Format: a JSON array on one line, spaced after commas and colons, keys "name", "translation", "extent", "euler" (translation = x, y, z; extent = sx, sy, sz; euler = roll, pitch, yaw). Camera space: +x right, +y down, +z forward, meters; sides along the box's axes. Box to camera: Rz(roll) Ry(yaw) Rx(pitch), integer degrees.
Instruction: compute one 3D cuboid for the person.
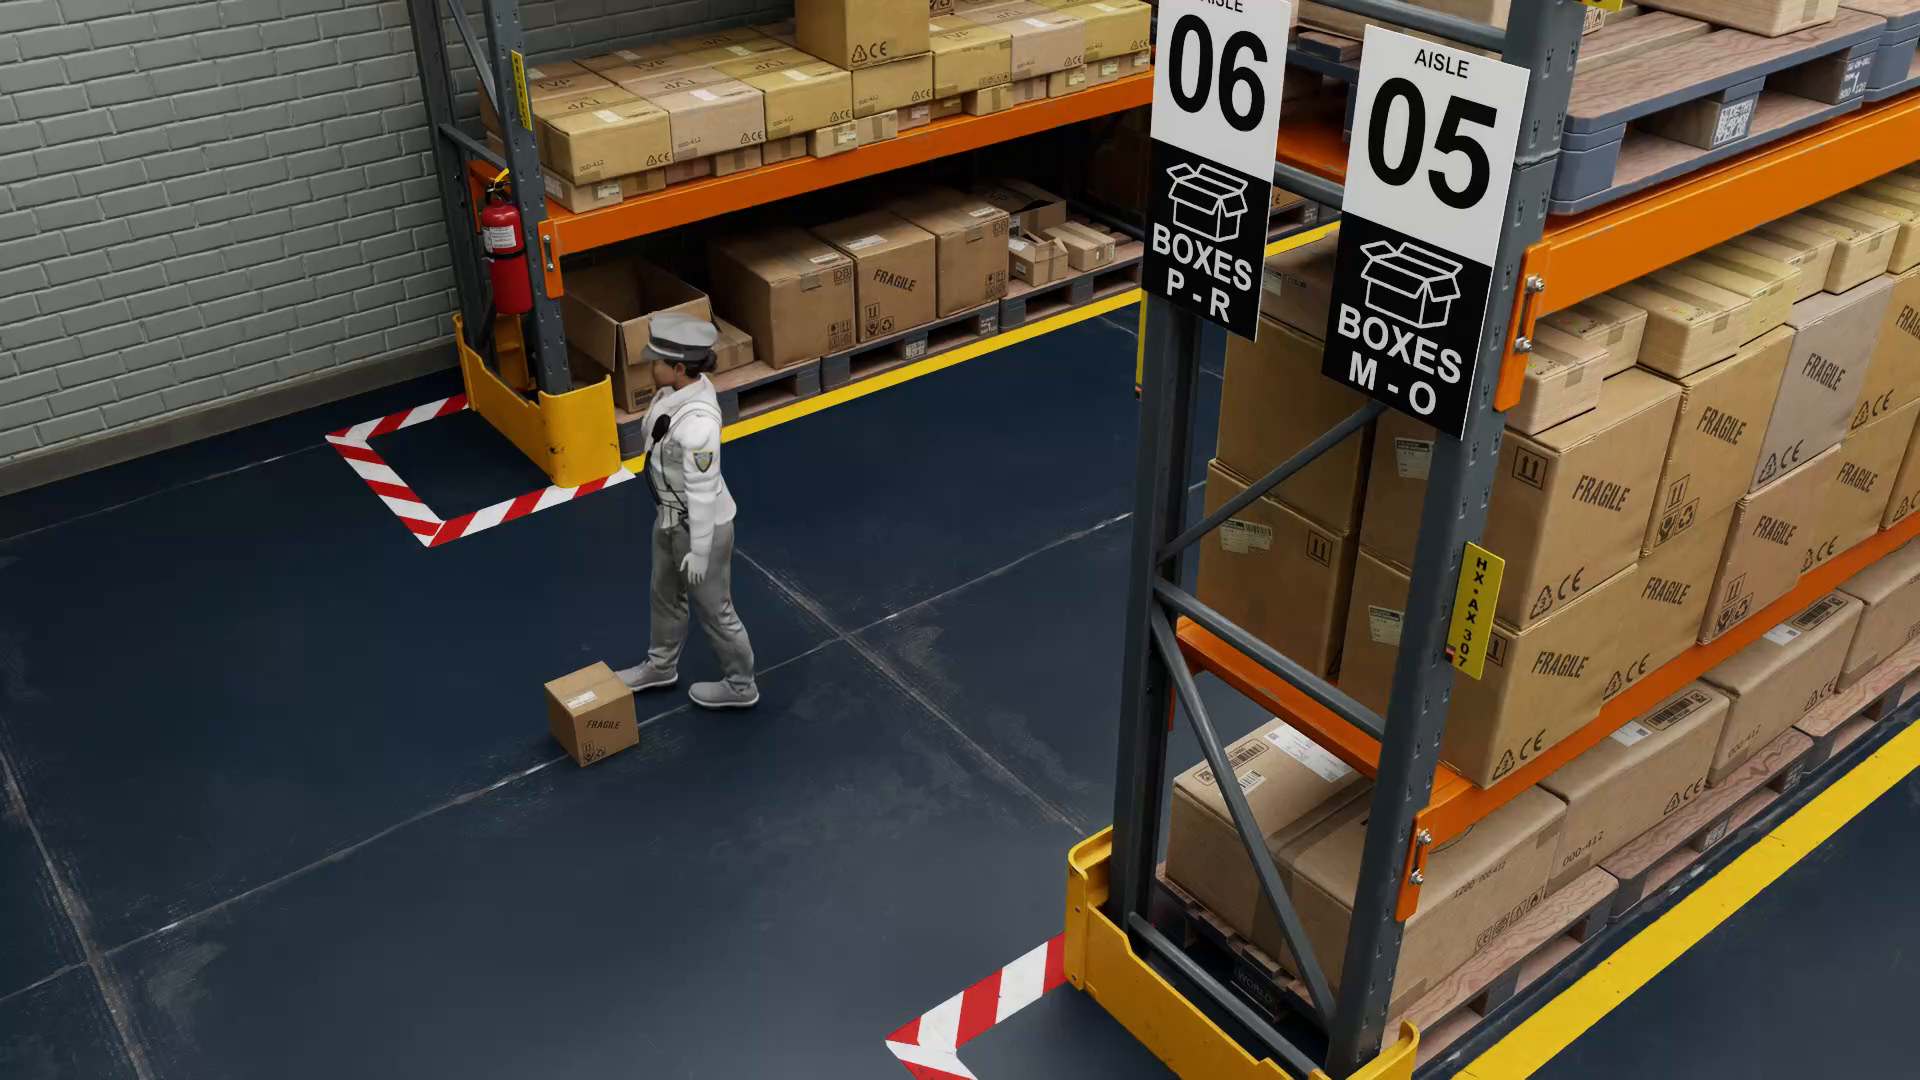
[{"name": "person", "translation": [-1.103, -0.059, 6.205], "extent": [0.583, 1.672, 0.491], "euler": [-9, 33, -13]}]
